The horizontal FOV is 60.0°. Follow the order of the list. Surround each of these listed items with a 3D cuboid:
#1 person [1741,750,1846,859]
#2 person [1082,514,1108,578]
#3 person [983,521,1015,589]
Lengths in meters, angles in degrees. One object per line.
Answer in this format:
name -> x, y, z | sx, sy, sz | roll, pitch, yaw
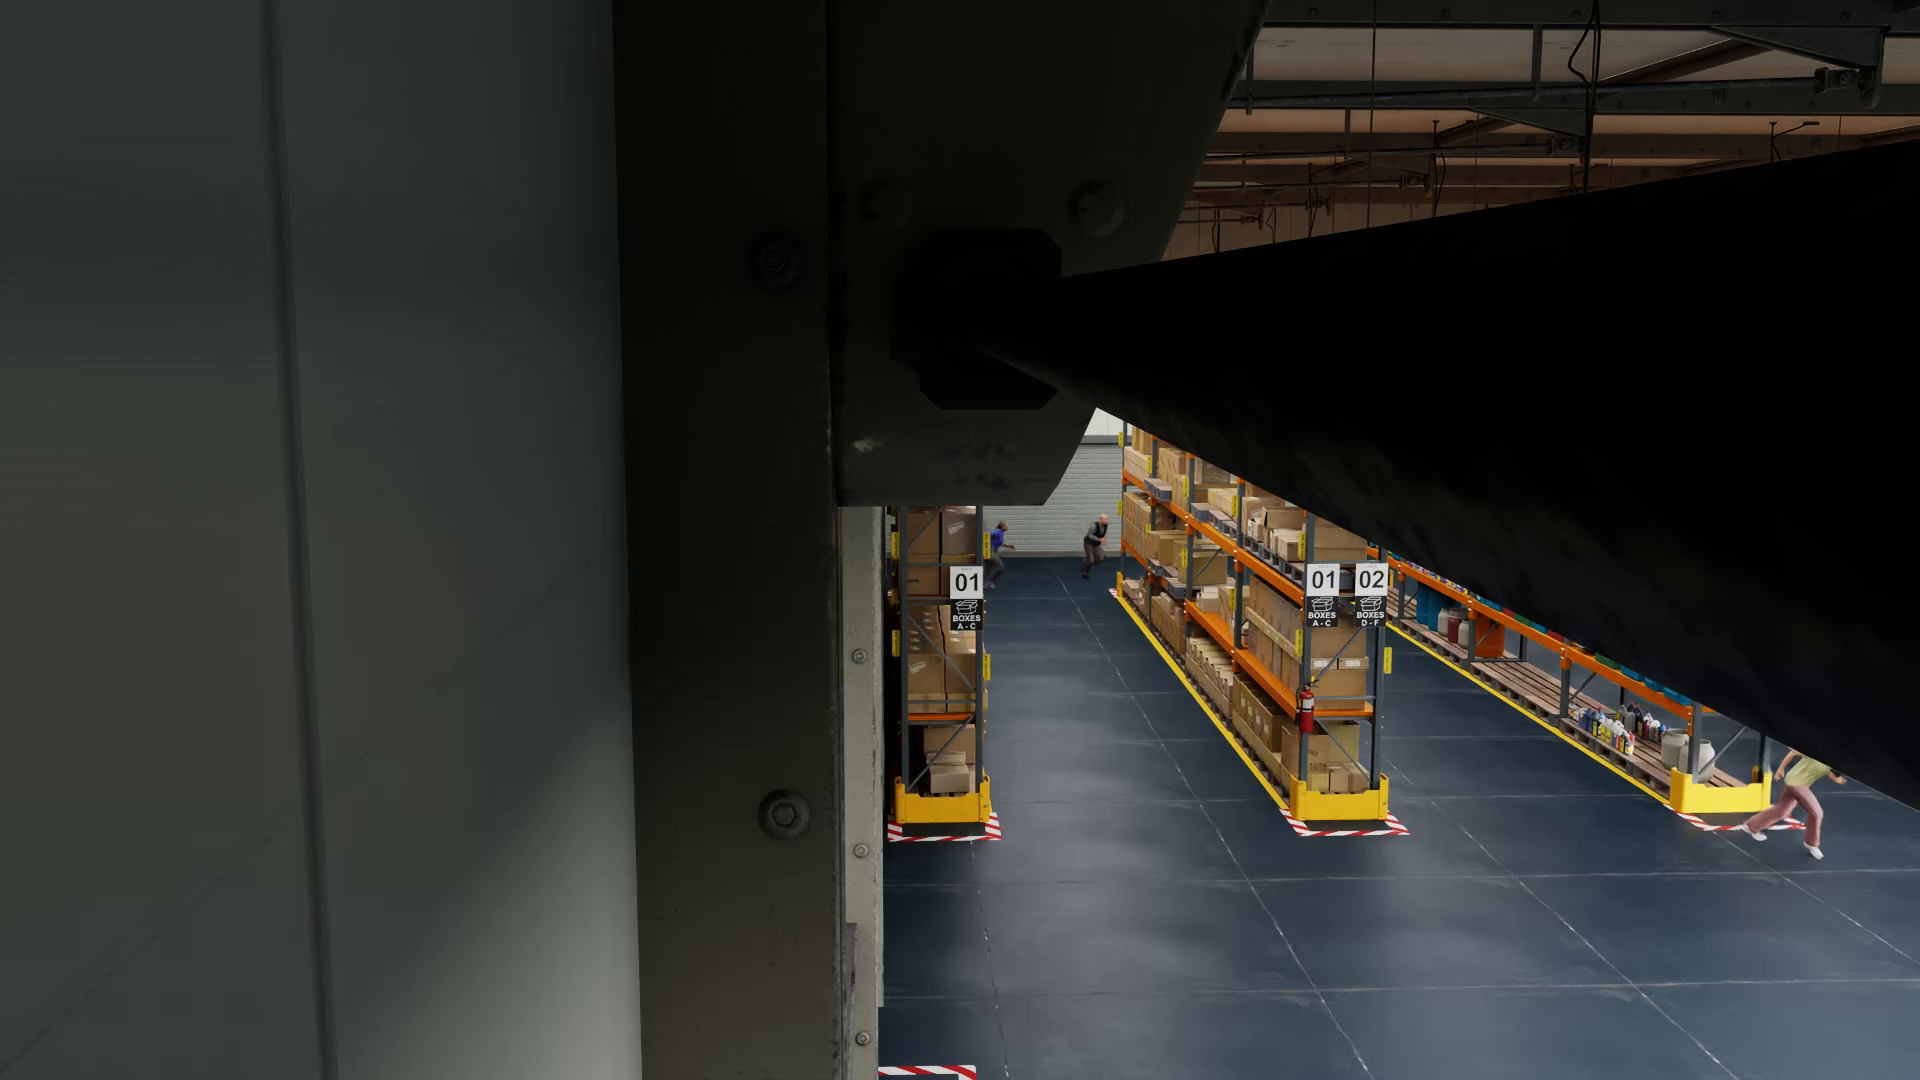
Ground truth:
person -> 9.765, 2.914, 19.407 | 0.585, 1.451, 1.056 | -6, 10, -38
person -> 3.195, 0.137, 38.681 | 0.692, 1.544, 0.812 | -8, 11, -44
person -> 0.781, 0.333, 37.417 | 0.918, 1.541, 0.591 | 1, 8, 5
